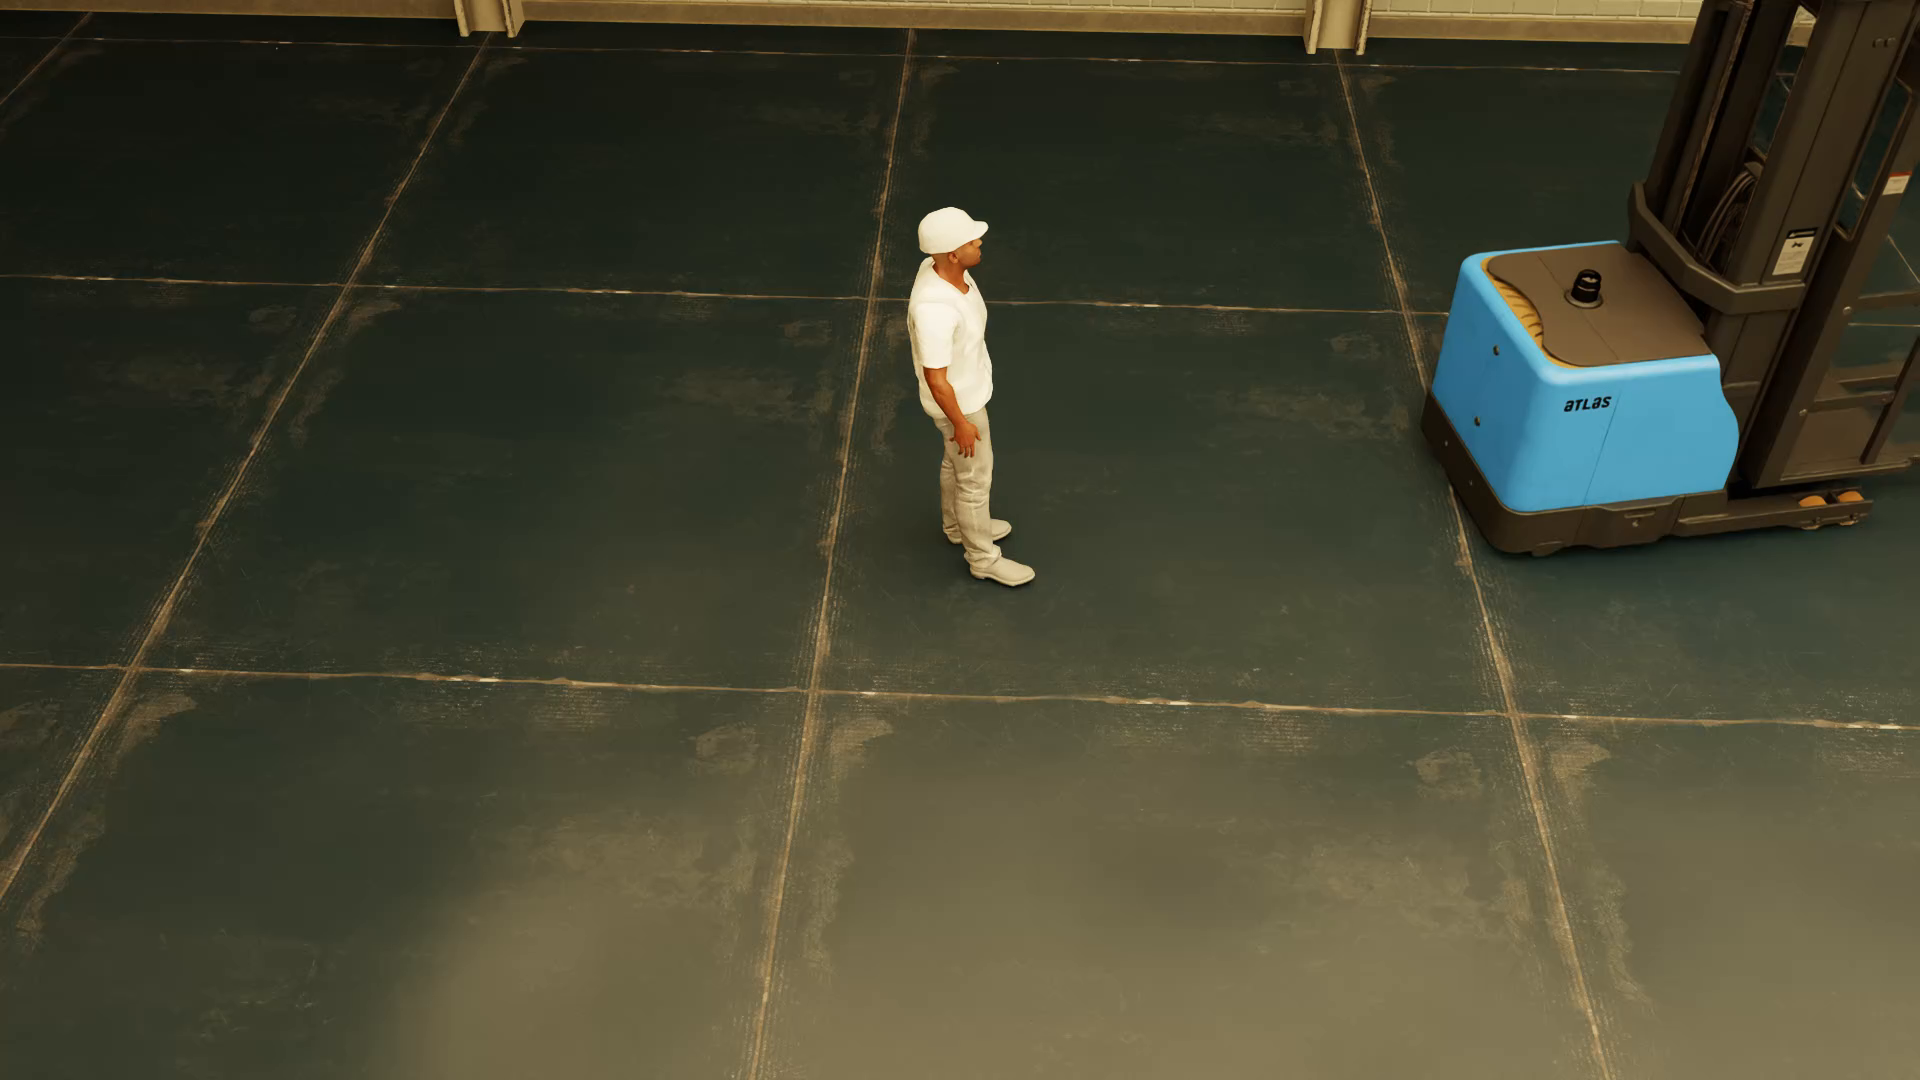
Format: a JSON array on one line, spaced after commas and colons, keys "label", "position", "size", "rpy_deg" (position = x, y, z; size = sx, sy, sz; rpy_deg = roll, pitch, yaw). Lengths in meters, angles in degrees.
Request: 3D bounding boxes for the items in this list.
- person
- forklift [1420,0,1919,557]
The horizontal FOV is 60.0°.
[{"label": "person", "position": [0.070, -0.652, 7.309], "size": [0.575, 1.768, 0.665], "rpy_deg": [2, 42, 2]}, {"label": "forklift", "position": [3.898, -1.478, 7.361], "size": [3.031, 2.935, 1.130], "rpy_deg": [-7, 43, -7]}]
